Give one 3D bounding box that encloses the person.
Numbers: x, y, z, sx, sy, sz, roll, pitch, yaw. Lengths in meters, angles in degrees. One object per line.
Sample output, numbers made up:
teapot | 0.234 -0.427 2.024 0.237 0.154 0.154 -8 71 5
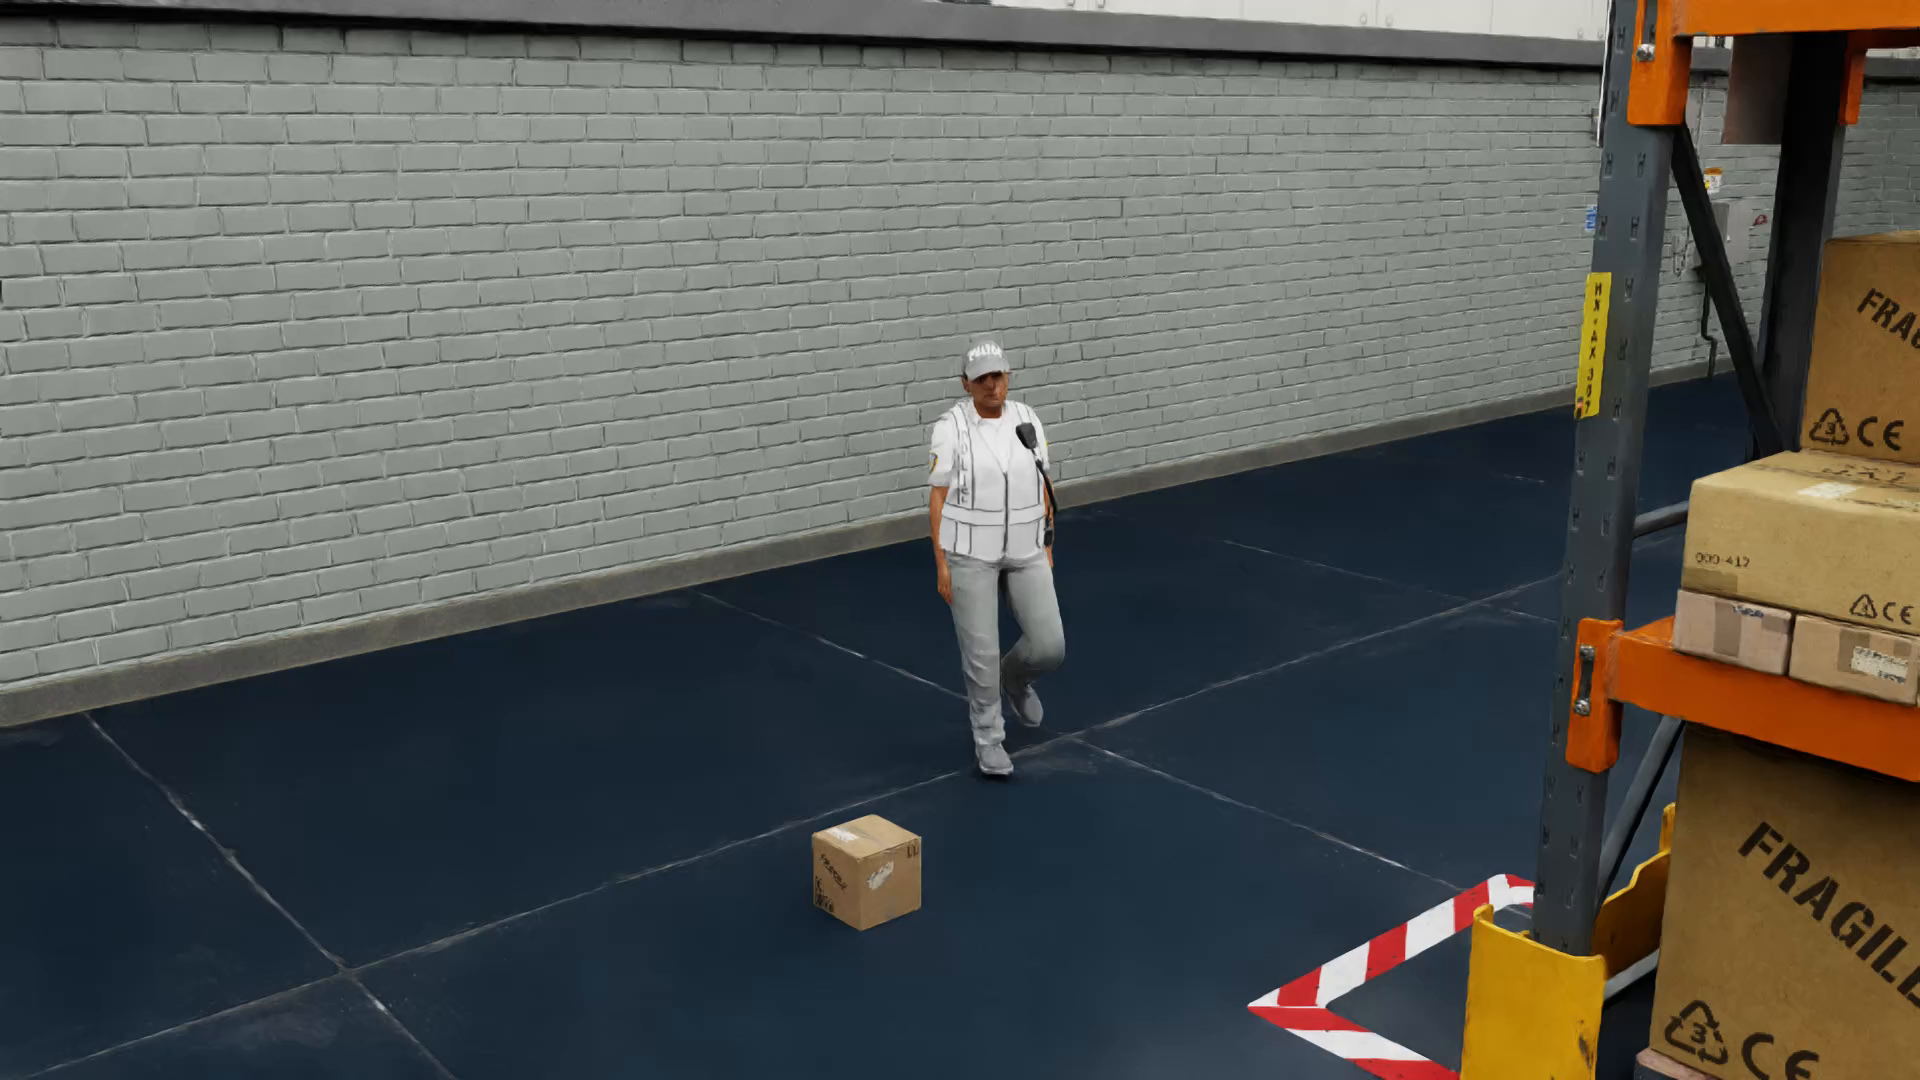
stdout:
person | 0.132 0.046 6.412 0.527 1.650 0.540 -4 15 -16
